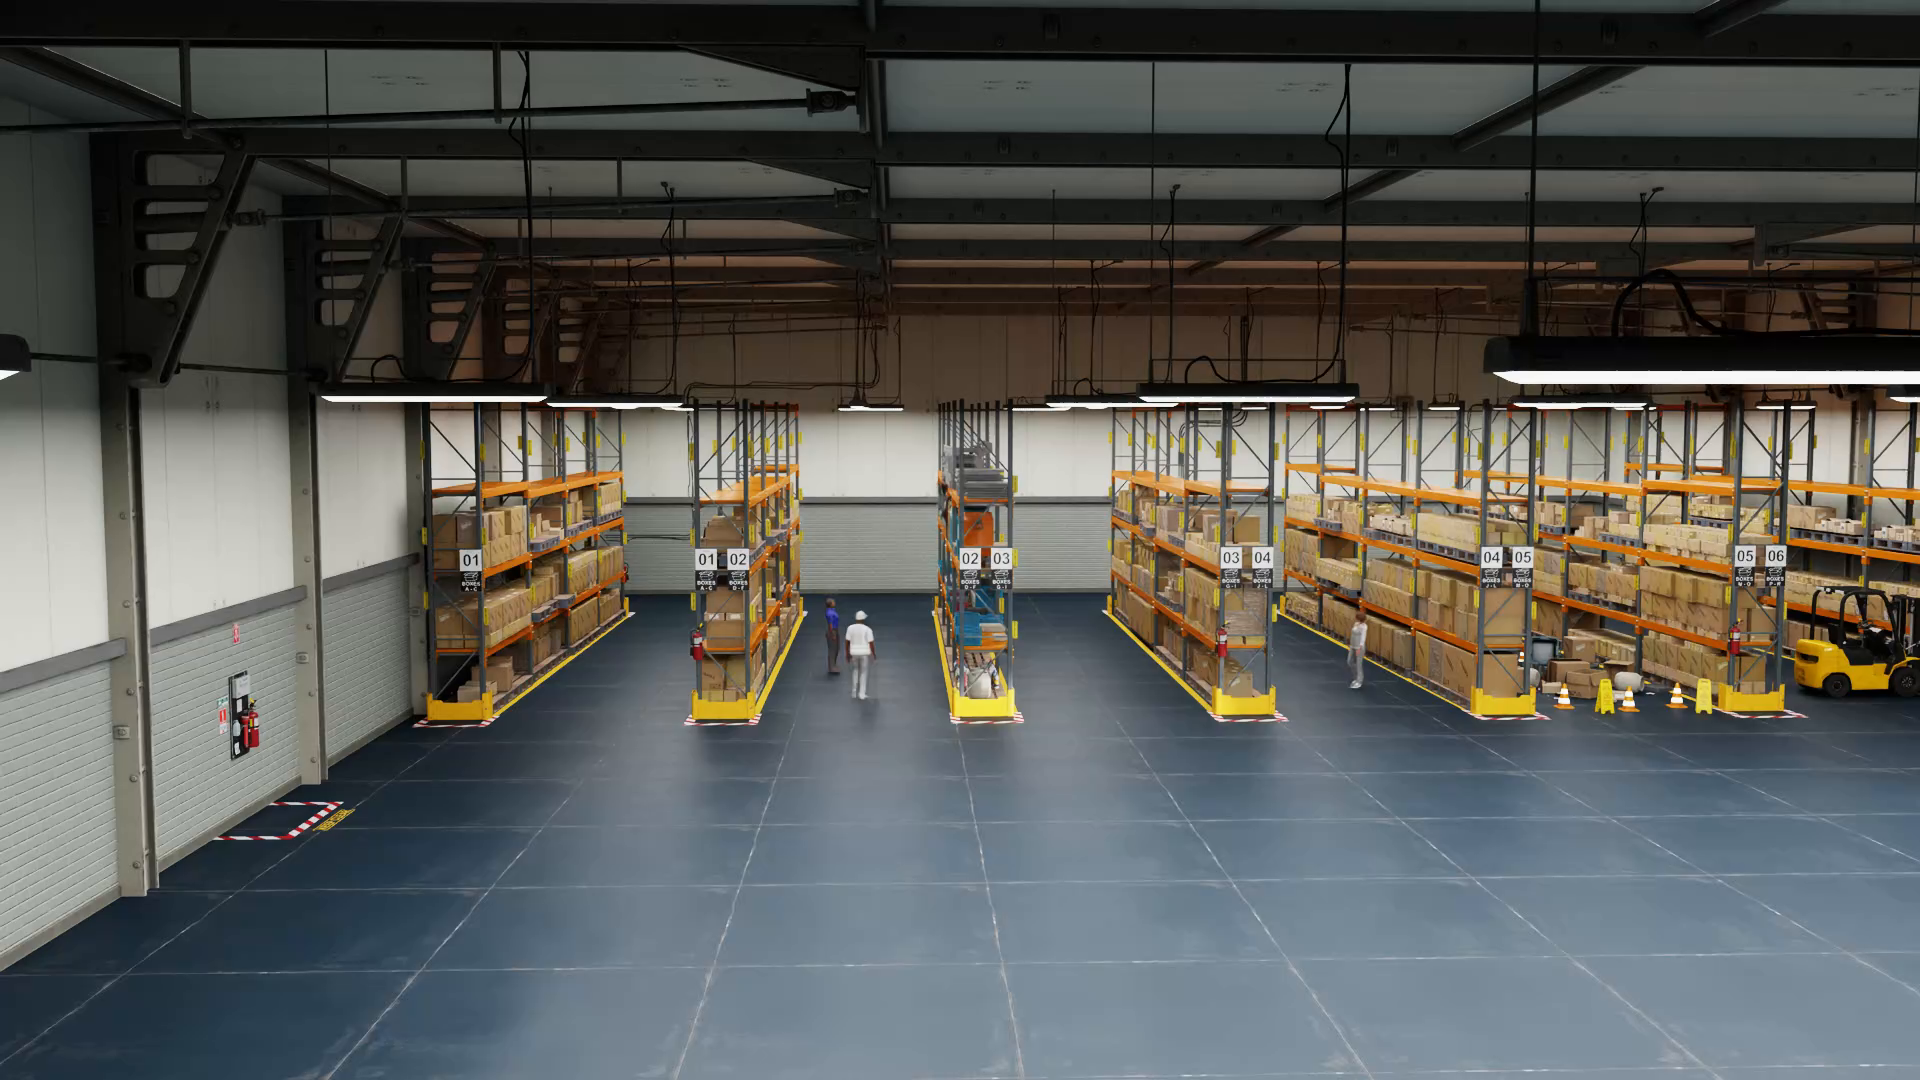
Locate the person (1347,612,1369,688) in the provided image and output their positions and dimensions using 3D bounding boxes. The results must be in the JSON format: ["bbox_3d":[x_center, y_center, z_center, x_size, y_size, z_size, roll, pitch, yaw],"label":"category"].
[{"bbox_3d":[8.309,2.295,34.787,0.395,1.615,0.491,-2,5,-26],"label":"person"}]

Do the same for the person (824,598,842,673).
[{"bbox_3d":[-2.788,2.123,36.847,0.396,1.693,0.533,1,4,13],"label":"person"}]

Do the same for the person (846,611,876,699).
[{"bbox_3d":[-2.006,2.311,33.422,0.623,1.780,0.511,1,5,18],"label":"person"}]
